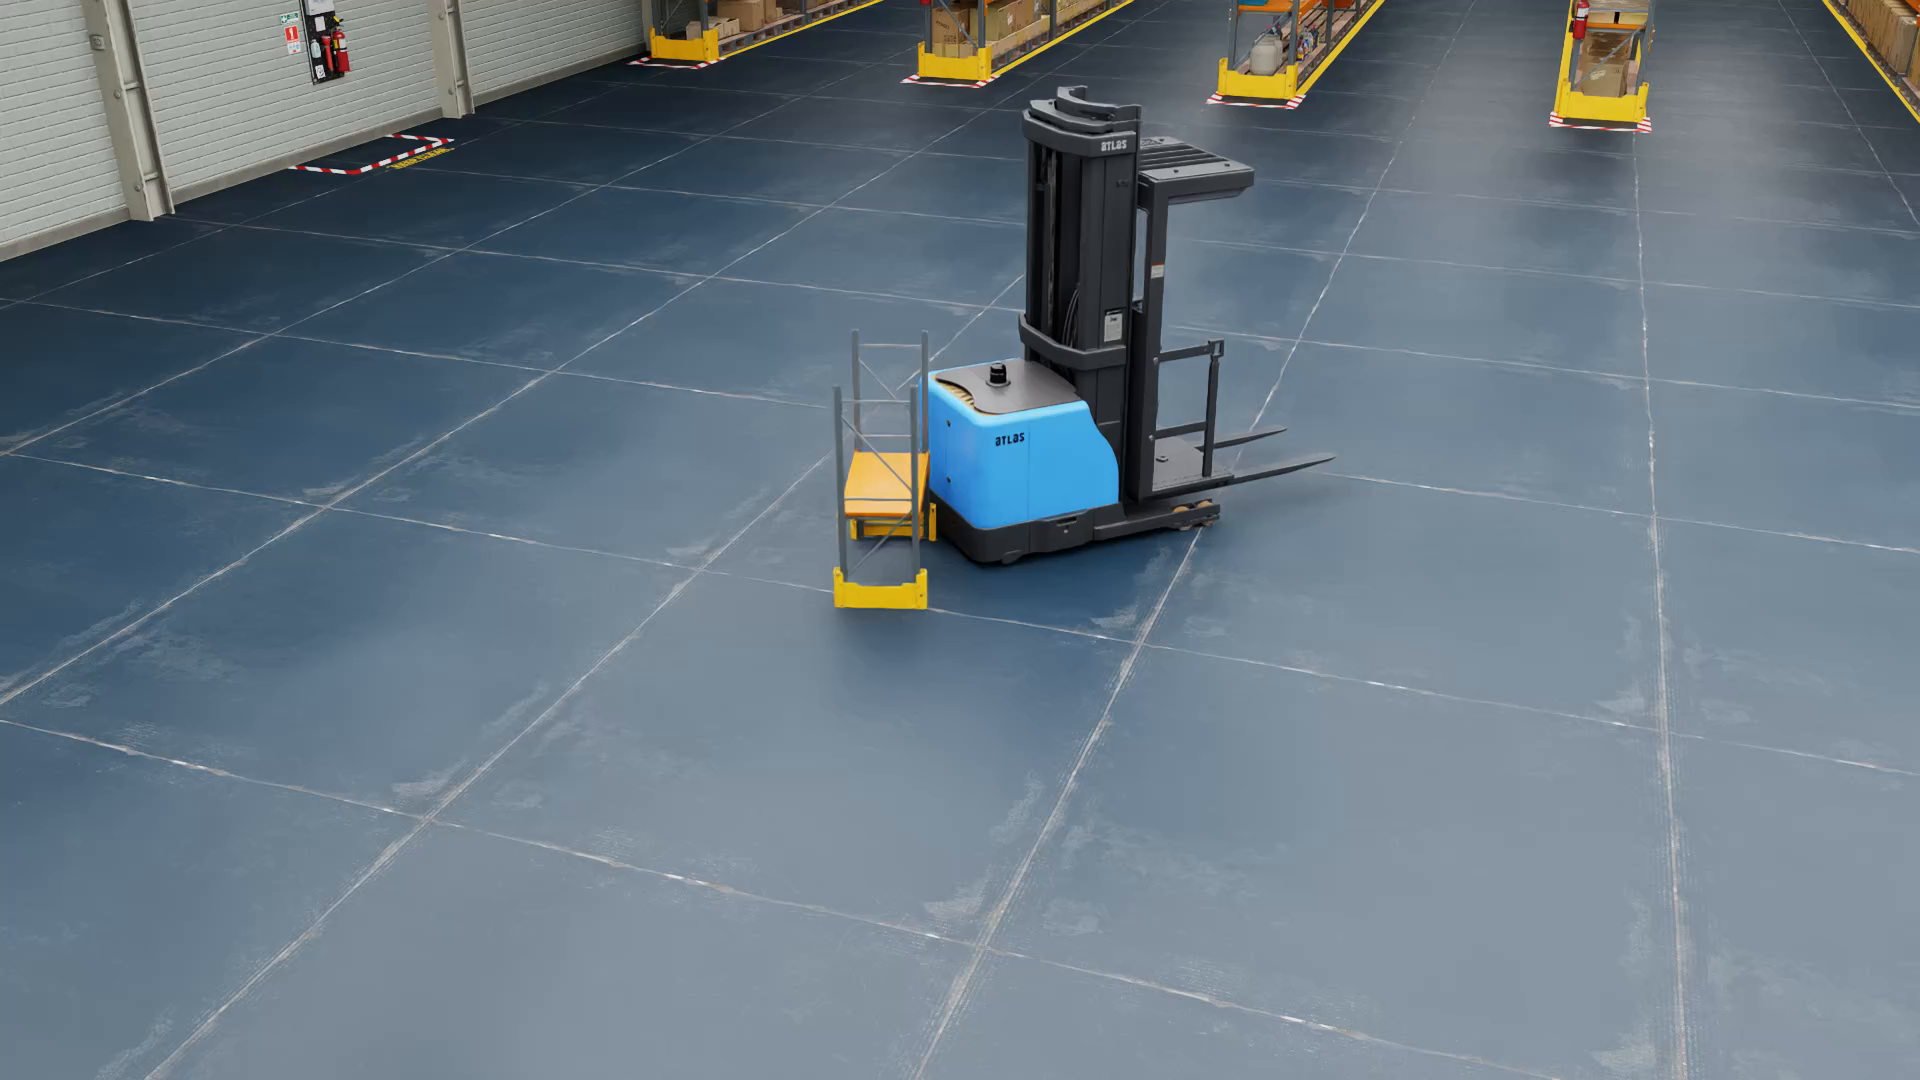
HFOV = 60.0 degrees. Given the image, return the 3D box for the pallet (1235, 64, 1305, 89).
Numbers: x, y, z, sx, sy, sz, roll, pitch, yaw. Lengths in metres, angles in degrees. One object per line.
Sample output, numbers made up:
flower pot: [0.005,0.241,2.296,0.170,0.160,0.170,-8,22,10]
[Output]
pallet: [4.846,-7.291,26.290,1.003,0.211,1.213,9,27,17]

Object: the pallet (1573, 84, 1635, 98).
pallet: [9.589,-6.562,24.783,1.003,0.211,1.213,9,27,17]

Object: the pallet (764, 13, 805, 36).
pallet: [-3.612,-9.719,31.305,1.003,0.211,1.213,9,27,17]

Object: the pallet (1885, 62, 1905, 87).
pallet: [15.421,-7.413,26.541,1.003,0.211,1.213,9,27,17]

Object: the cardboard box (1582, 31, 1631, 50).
cardboard box: [10.816,-8.423,27.791,0.700,0.500,0.500,7,27,13]

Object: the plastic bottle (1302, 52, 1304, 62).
plastic bottle: [5.521,-7.856,26.963,0.097,0.201,0.097,0,26,0]

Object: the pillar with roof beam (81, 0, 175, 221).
pillar with roof beam: [-5.269,-7.169,15.954,9.100,9.000,0.400,9,27,17]

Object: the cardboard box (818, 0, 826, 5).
cardboard box: [-3.068,-10.853,32.810,0.700,0.500,0.500,8,27,16]

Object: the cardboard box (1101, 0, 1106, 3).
cardboard box: [2.637,-10.882,33.181,0.500,0.250,0.500,9,27,19]

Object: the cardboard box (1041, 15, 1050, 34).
cardboard box: [1.303,-9.268,29.846,0.500,0.250,0.500,9,27,17]

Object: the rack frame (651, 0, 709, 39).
rack frame: [-4.753,-9.612,27.883,1.000,3.000,0.127,9,27,17]

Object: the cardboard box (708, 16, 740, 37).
cardboard box: [-4.248,-9.105,29.417,0.500,0.311,0.500,11,28,22]

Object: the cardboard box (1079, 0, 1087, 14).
cardboard box: [2.130,-10.252,31.879,0.500,0.250,0.500,9,27,18]

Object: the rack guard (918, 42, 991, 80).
rack guard: [-0.088,-7.760,26.927,1.175,0.500,0.348,9,27,17]

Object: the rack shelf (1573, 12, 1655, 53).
rack shelf: [9.926,-7.955,25.286,1.077,0.370,4.000,9,27,17]

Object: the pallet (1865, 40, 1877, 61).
pallet: [16.233,-8.415,28.612,1.003,0.211,1.213,9,27,17]

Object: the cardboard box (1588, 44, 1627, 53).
cardboard box: [9.877,-7.280,25.454,0.500,0.500,0.500,11,28,22]

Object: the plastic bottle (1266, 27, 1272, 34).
plastic bottle: [5.198,-8.475,28.071,0.144,0.351,0.185,8,27,15]

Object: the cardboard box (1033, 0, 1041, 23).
cardboard box: [1.125,-9.401,29.262,0.500,0.500,0.500,9,27,17]

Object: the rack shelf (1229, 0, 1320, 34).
rack shelf: [5.255,-8.673,26.770,1.077,0.370,4.000,9,27,17]

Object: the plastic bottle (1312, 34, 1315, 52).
plastic bottle: [5.899,-8.336,27.860,0.061,0.283,0.133,11,28,21]

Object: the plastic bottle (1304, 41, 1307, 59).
plastic bottle: [5.634,-8.027,27.236,0.097,0.271,0.097,0,26,0]

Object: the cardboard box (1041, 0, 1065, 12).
cardboard box: [1.623,-9.876,30.459,0.500,0.311,0.500,9,27,18]

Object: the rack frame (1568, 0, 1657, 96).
rack frame: [9.260,-7.457,23.432,1.000,3.000,0.127,9,27,17]

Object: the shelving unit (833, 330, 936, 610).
shelving unit: [-0.482,-0.471,10.726,0.587,1.500,1.083,1,26,2]

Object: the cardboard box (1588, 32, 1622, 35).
cardboard box: [10.420,-8.006,26.953,0.500,0.500,0.500,8,27,16]

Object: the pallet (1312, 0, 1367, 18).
pallet: [7.475,-10.537,32.995,1.003,0.211,1.213,9,27,17]

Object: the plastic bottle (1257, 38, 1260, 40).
plastic bottle: [4.943,-8.122,27.427,0.152,0.276,0.135,8,27,16]

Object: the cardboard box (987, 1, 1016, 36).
cardboard box: [0.627,-8.785,27.988,0.500,0.500,0.500,9,27,17]

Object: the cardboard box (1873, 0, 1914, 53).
cardboard box: [15.991,-8.563,27.817,1.050,0.750,0.750,9,27,18]

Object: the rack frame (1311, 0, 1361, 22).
rack frame: [7.252,-11.462,31.706,1.000,3.000,0.127,9,27,17]

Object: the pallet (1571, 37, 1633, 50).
pallet: [11.253,-8.669,29.135,1.003,0.211,1.213,9,27,17]

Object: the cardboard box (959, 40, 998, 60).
cardboard box: [0.308,-8.034,27.299,0.500,0.250,0.500,9,27,17]

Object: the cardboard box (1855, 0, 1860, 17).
cardboard box: [17.065,-9.991,31.053,0.500,0.500,0.500,9,27,18]

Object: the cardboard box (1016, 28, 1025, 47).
cardboard box: [0.809,-8.650,28.571,0.500,0.250,0.500,9,27,17]

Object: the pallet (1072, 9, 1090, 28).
pallet: [1.864,-10.095,32.081,1.003,0.211,1.213,9,27,17]

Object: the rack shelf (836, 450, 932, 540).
rack shelf: [-0.482,-0.306,10.797,0.538,0.185,1.000,1,26,2]

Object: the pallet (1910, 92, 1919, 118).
pallet: [14.504,-6.280,24.203,1.003,0.211,1.213,9,27,17]

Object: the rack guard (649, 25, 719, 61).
rack guard: [-4.728,-8.518,28.492,1.175,0.500,0.348,9,27,17]

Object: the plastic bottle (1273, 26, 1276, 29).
plastic bottle: [5.401,-8.721,28.670,0.097,0.271,0.097,0,26,0]

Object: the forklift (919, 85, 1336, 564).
forklift: [1.262,-1.581,11.375,3.031,2.935,1.130,-12,28,-23]

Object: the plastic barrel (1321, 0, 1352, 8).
plastic barrel: [7.398,-10.878,32.507,0.600,0.830,0.708,9,27,17]

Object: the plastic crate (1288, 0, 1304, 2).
plastic crate: [5.191,-8.377,25.636,0.298,0.136,0.250,9,27,17]

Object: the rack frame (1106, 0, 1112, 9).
rack frame: [2.582,-12.182,33.192,1.000,3.000,0.127,9,27,17]

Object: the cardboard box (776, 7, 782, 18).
cardboard box: [-3.572,-9.954,31.336,0.380,0.166,0.250,5,26,11]

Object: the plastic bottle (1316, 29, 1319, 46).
plastic bottle: [6.072,-8.549,28.300,0.061,0.283,0.133,10,28,20]

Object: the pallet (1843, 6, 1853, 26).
pallet: [17.639,-10.052,31.992,1.003,0.211,1.213,9,27,17]

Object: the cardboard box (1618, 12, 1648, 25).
cardboard box: [9.580,-7.426,23.657,0.380,0.149,0.250,9,27,17]

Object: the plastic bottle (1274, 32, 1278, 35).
plastic bottle: [5.326,-8.440,28.089,0.097,0.271,0.097,0,26,0]

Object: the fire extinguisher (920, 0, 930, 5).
fire extinguisher: [-0.558,-8.879,26.458,0.296,0.674,0.183,9,27,17]

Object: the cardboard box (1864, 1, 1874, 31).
cardboard box: [16.539,-9.356,29.741,0.500,0.500,0.500,9,27,17]

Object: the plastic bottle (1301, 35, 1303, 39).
plastic bottle: [5.702,-8.280,27.746,0.061,0.283,0.133,9,27,17]

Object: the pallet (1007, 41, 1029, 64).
pallet: [0.542,-8.460,28.704,1.003,0.211,1.213,9,27,17]

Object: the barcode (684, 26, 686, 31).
barcode: [-4.809,-8.940,29.066,0.001,0.075,0.075,9,27,17]

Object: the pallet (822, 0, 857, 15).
pallet: [-2.760,-10.823,33.586,1.003,0.211,1.213,9,27,17]

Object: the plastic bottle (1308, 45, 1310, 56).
plastic bottle: [5.735,-8.120,27.509,0.097,0.201,0.097,0,26,0]

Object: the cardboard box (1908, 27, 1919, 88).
cardboard box: [14.960,-7.324,25.114,0.875,0.875,0.875,9,27,18]

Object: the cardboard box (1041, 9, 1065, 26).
cardboard box: [1.619,-9.620,30.573,0.500,0.250,0.500,8,27,16]
